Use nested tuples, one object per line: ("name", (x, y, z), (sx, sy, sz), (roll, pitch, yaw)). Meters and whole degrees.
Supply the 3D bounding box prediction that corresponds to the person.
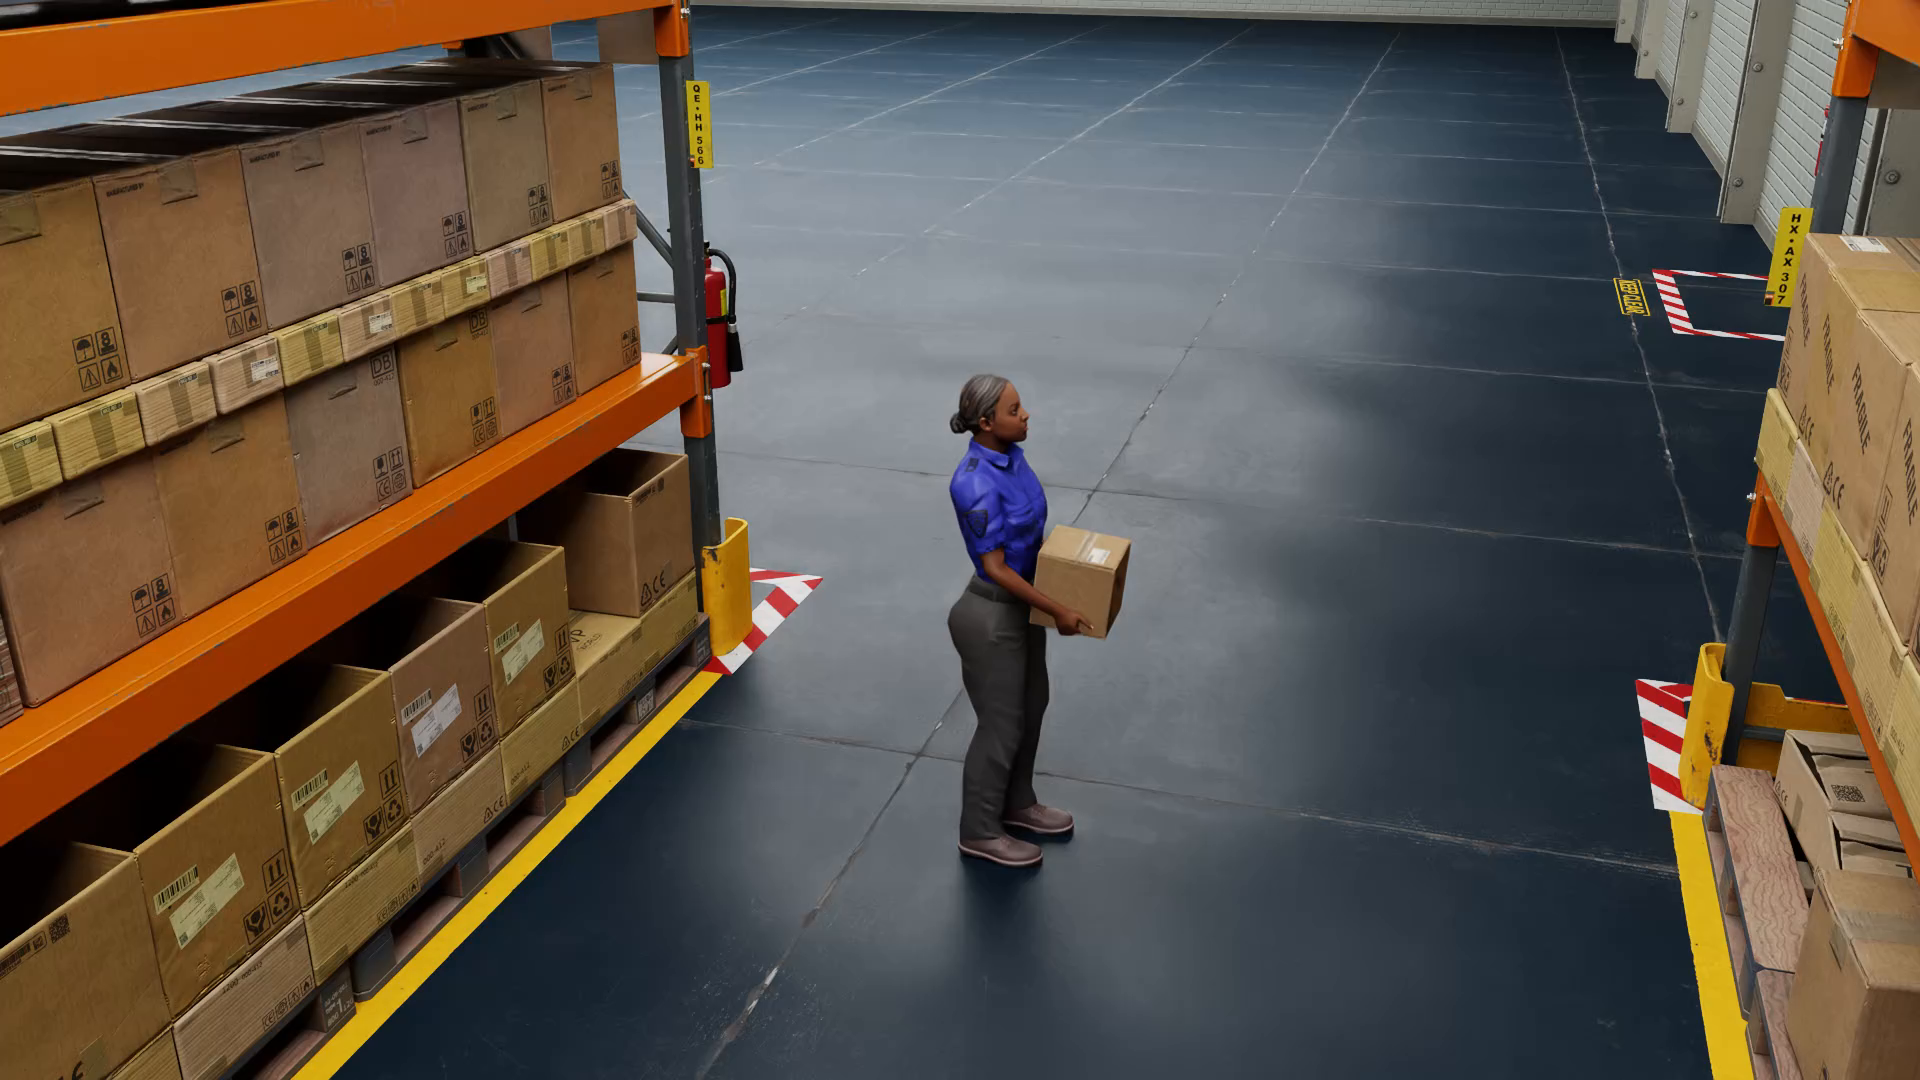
("person", (0.215, 0.267, 5.445), (0.512, 1.649, 0.452), (6, 23, 15))
